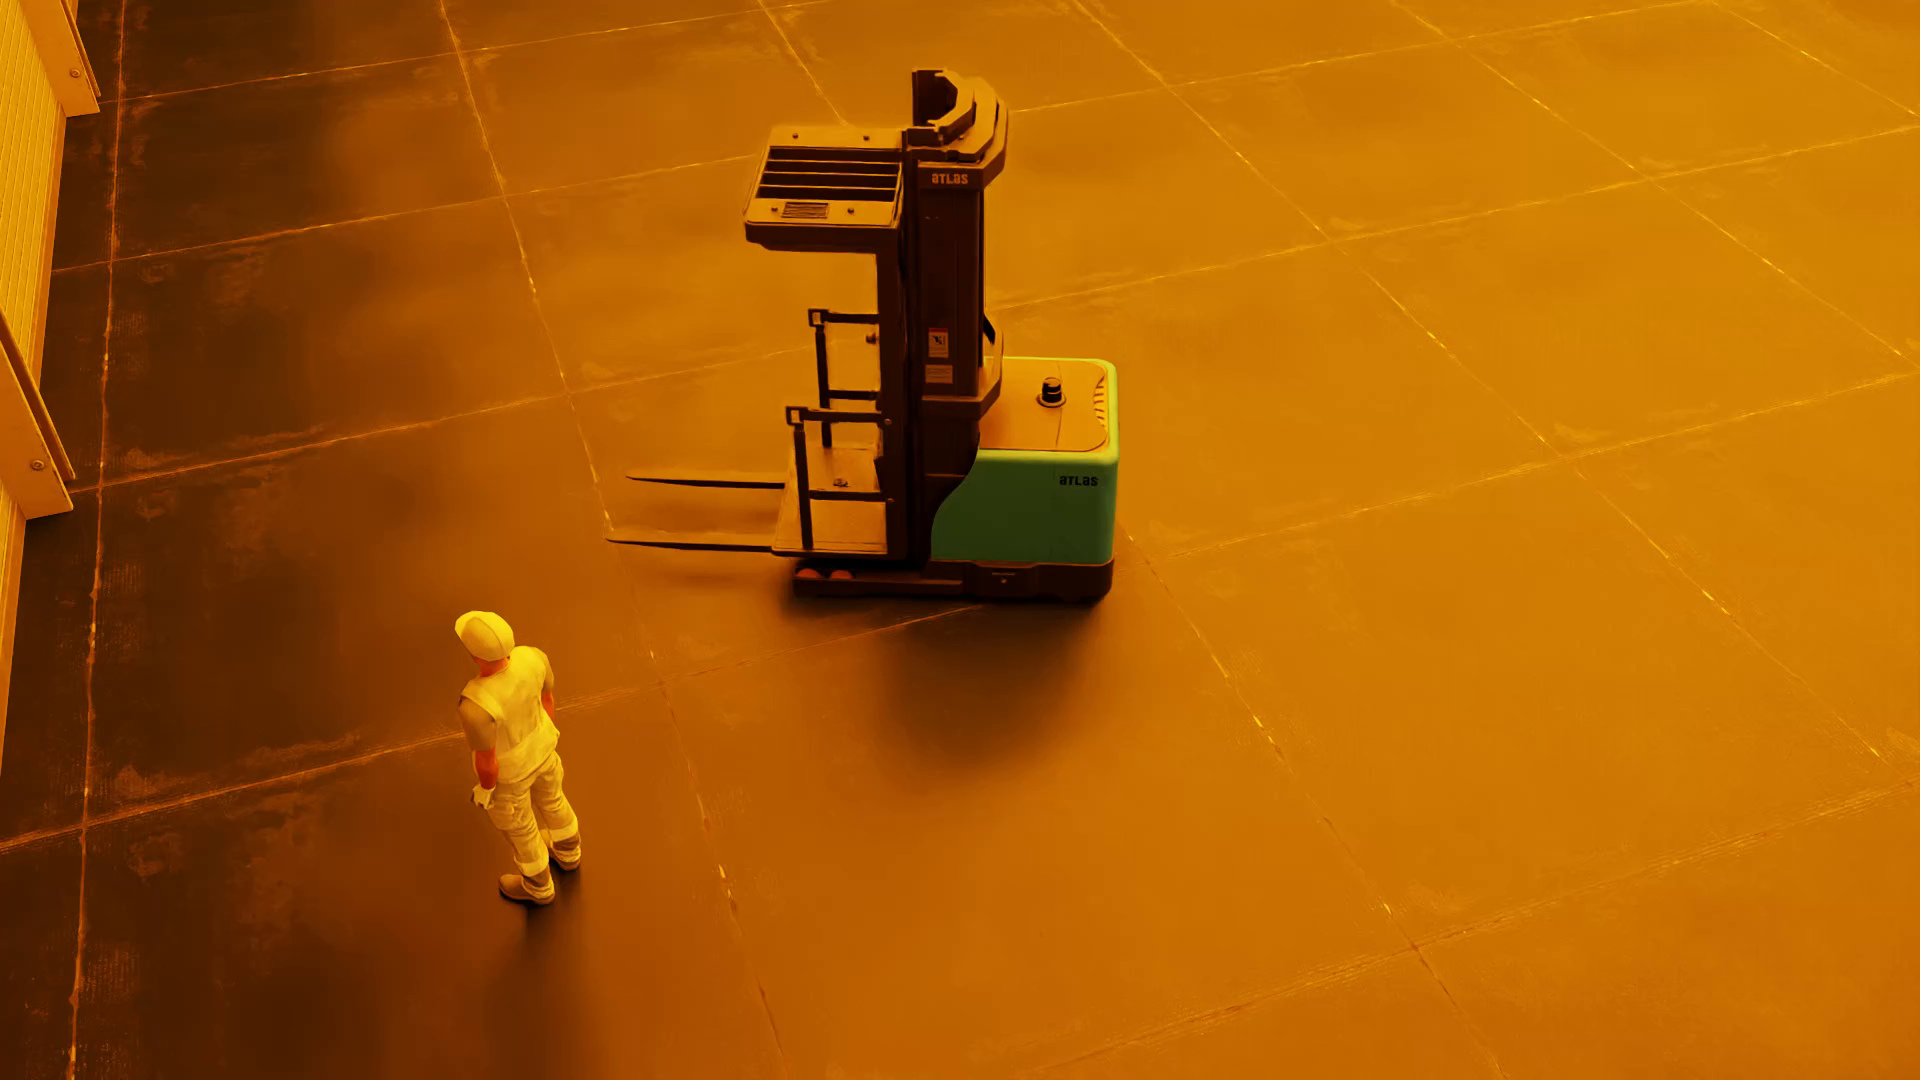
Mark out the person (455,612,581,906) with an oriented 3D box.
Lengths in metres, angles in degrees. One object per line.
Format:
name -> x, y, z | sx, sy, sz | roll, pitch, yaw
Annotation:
person -> -2.072, 1.003, 7.689 | 0.372, 1.795, 0.535 | 19, 44, 21

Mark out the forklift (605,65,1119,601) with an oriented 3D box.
forklift -> -0.594, -1.119, 9.329 | 3.031, 2.935, 1.130 | 2, 40, 2
